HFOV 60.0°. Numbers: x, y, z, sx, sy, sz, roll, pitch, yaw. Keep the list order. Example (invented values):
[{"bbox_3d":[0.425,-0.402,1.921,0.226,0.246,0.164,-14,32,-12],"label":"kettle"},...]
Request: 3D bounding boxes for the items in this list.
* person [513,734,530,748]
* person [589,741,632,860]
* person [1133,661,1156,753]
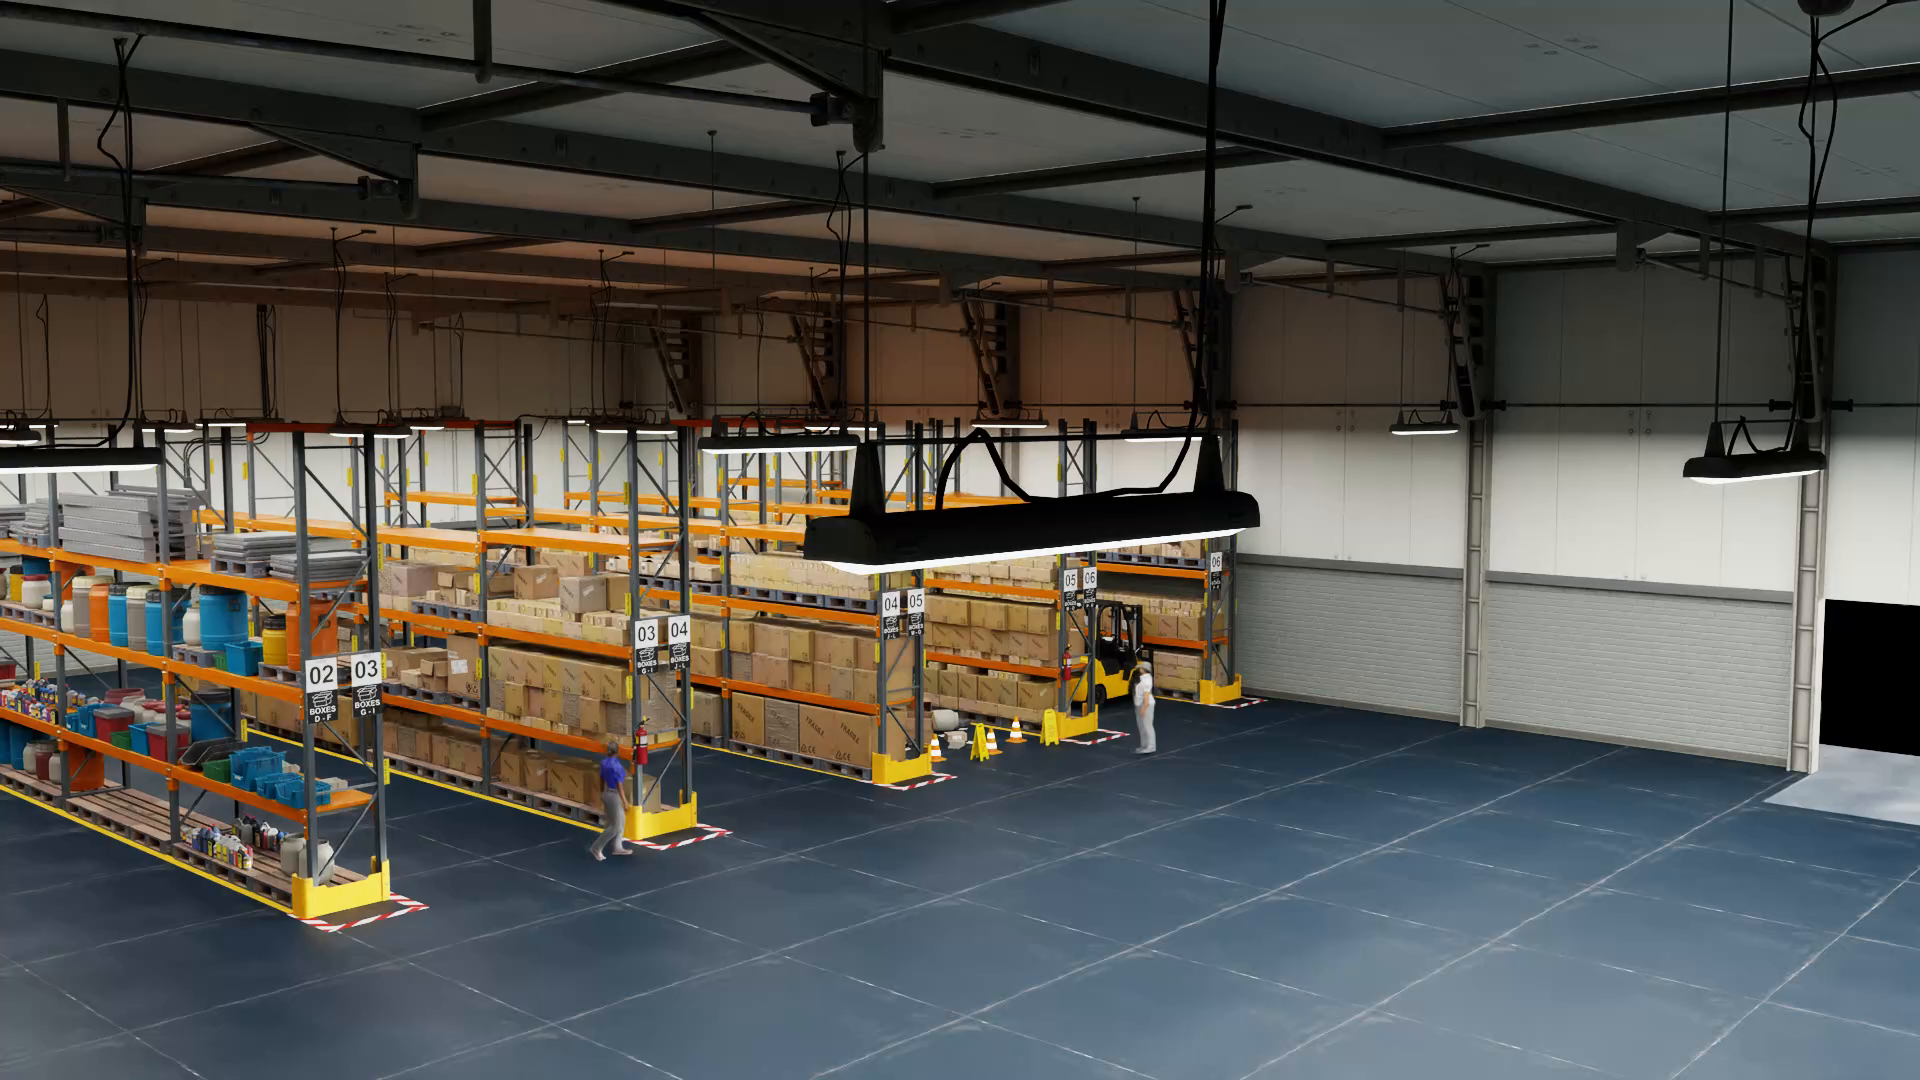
[{"bbox_3d":[-7.819,3.059,29.780,0.503,1.753,0.656,-2,5,-19],"label":"person"},{"bbox_3d":[-4.896,3.635,23.250,0.616,1.665,0.484,-2,5,-24],"label":"person"},{"bbox_3d":[3.338,3.044,30.199,0.437,1.691,0.542,-1,5,-12],"label":"person"}]
